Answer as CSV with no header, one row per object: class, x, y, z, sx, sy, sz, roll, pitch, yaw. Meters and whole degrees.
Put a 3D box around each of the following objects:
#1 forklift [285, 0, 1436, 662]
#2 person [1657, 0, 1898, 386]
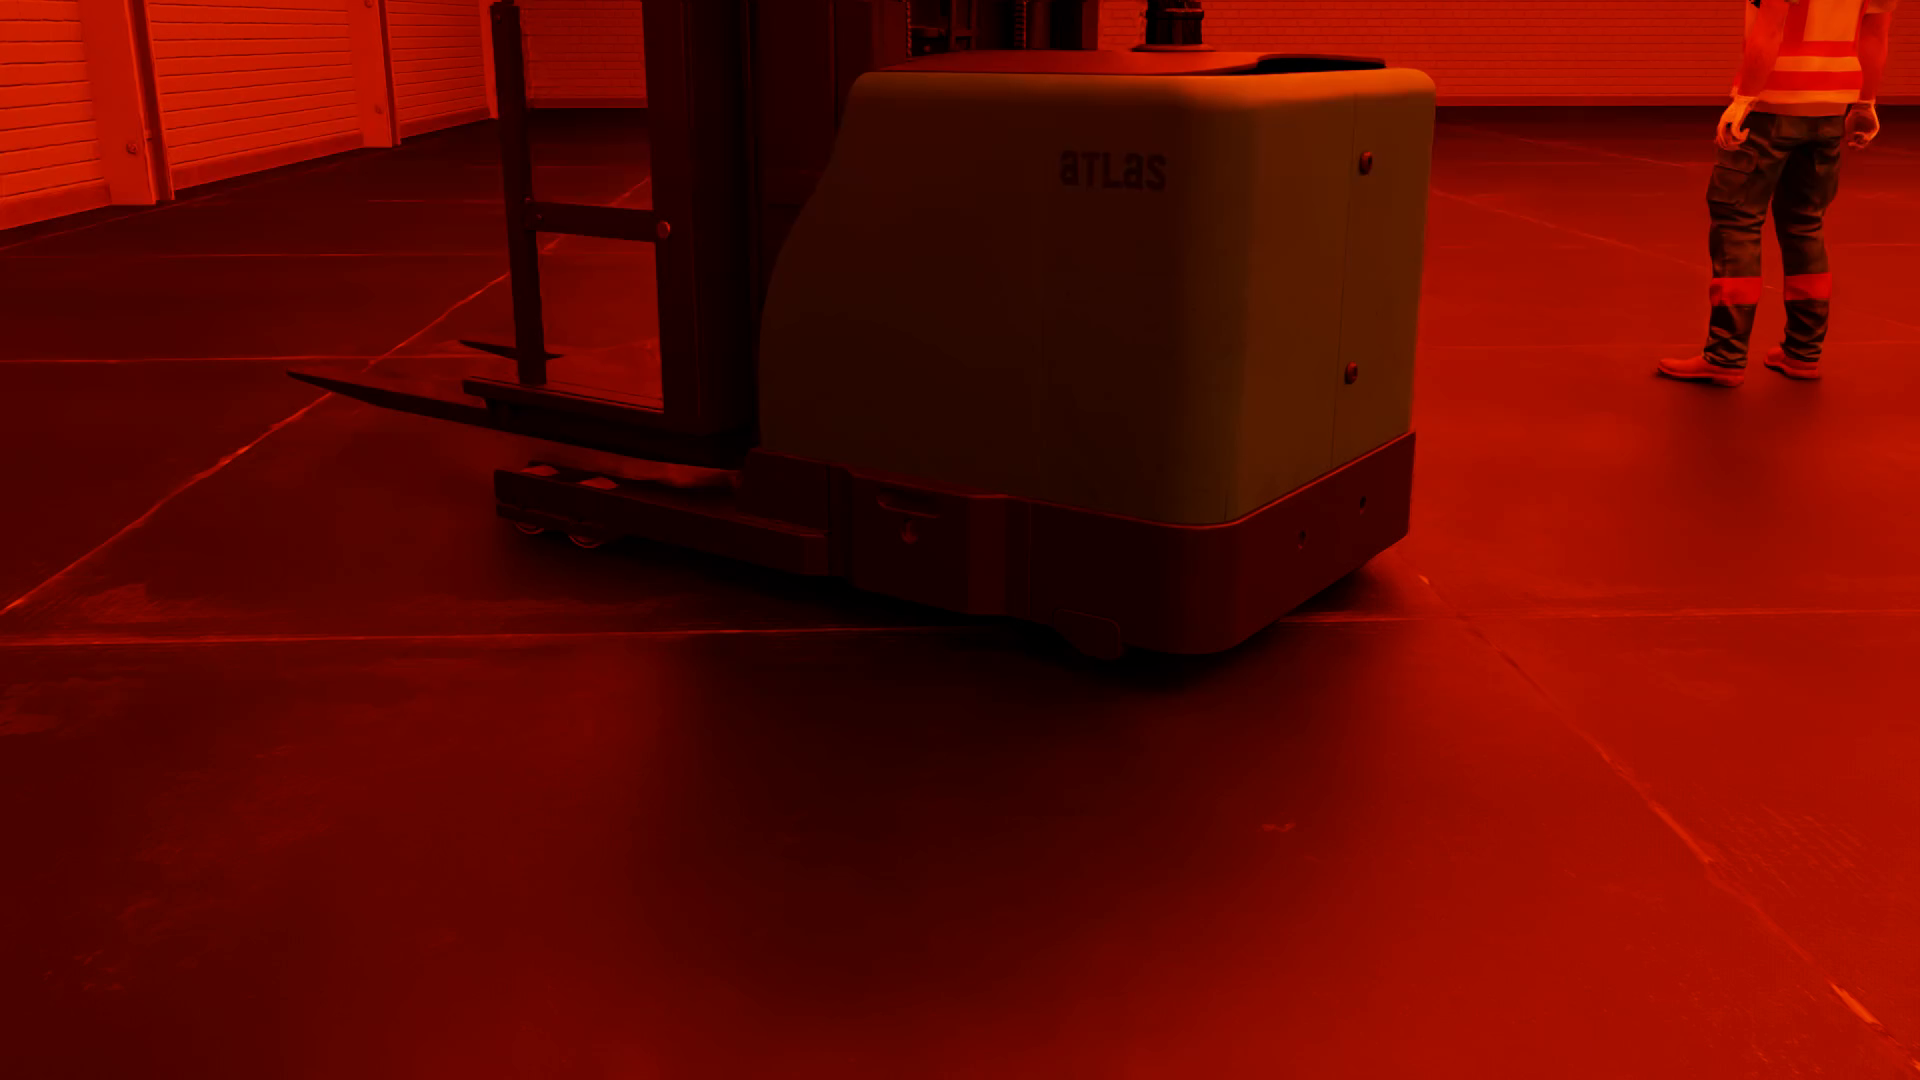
forklift,-0.493,-1.494,3.791,3.031,2.935,1.130,12,21,33
person,2.767,-1.421,5.521,0.650,1.788,0.348,-6,18,-18
